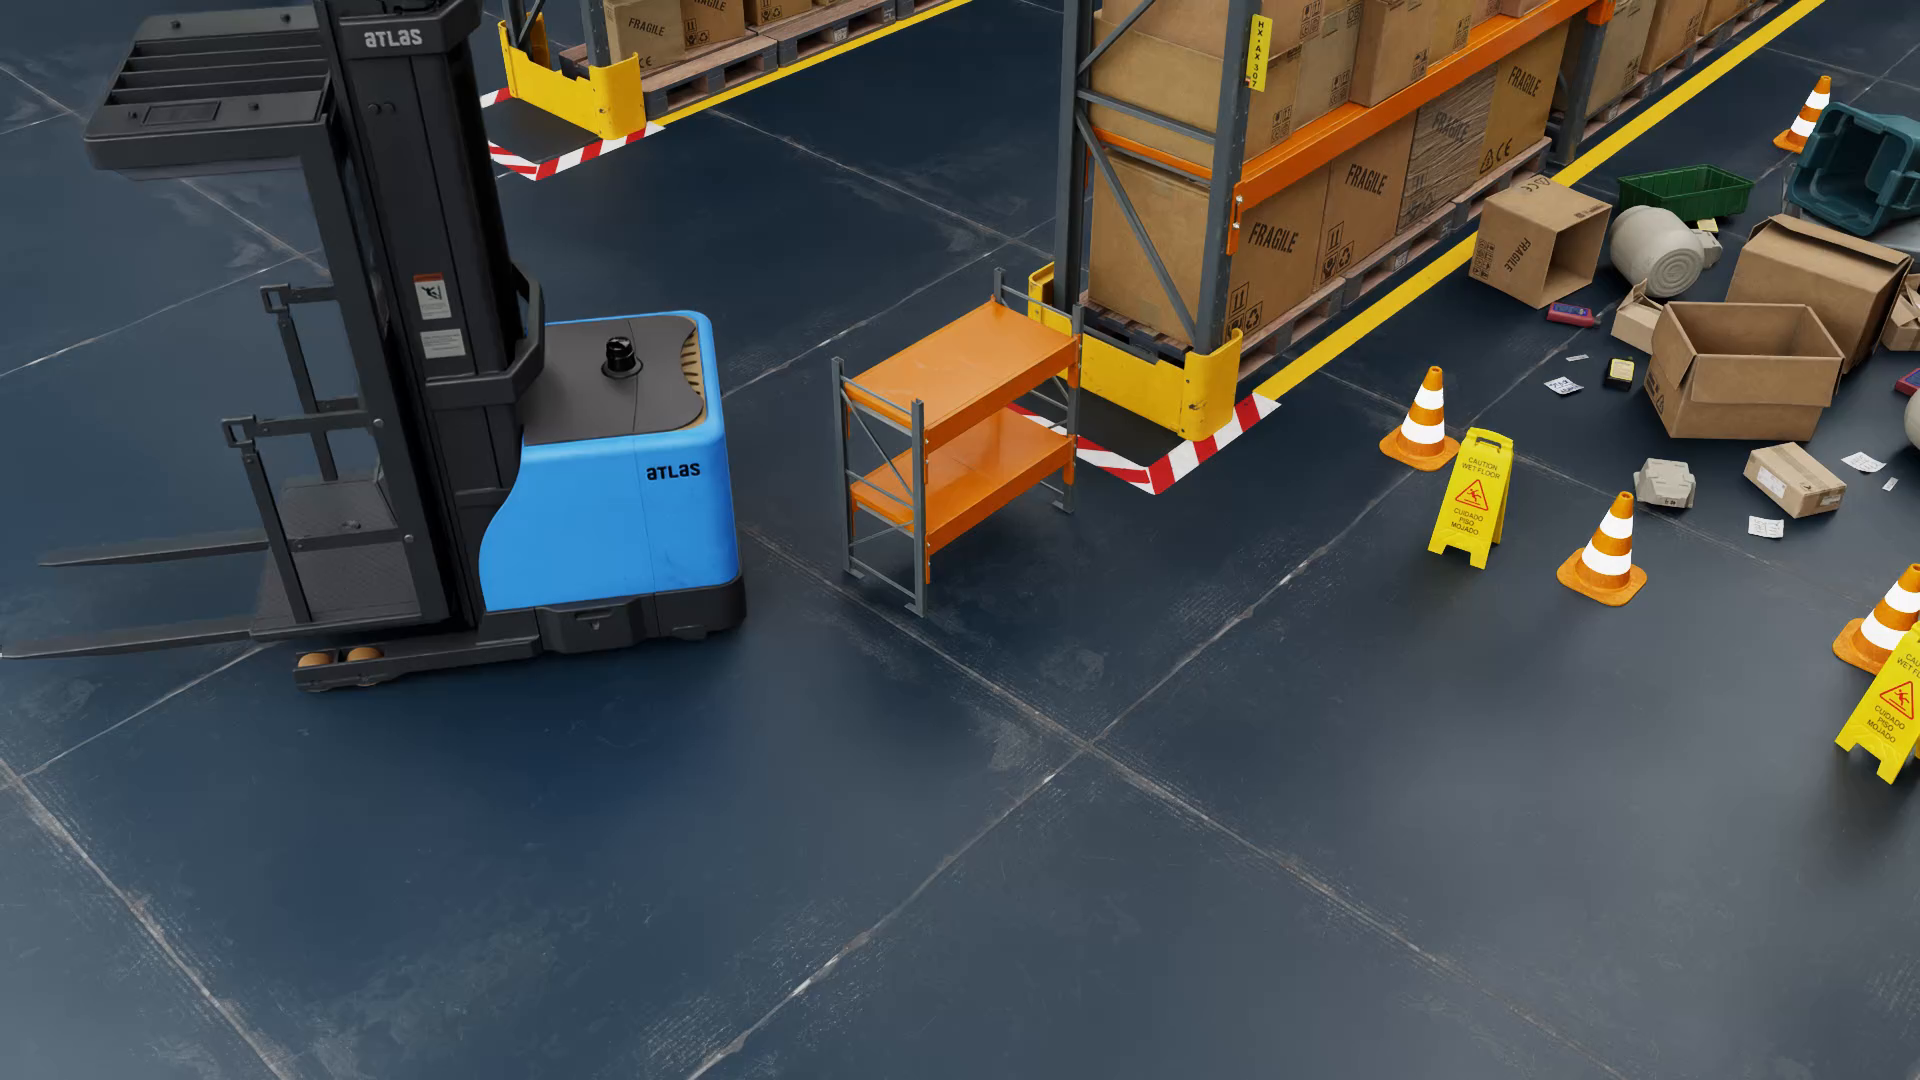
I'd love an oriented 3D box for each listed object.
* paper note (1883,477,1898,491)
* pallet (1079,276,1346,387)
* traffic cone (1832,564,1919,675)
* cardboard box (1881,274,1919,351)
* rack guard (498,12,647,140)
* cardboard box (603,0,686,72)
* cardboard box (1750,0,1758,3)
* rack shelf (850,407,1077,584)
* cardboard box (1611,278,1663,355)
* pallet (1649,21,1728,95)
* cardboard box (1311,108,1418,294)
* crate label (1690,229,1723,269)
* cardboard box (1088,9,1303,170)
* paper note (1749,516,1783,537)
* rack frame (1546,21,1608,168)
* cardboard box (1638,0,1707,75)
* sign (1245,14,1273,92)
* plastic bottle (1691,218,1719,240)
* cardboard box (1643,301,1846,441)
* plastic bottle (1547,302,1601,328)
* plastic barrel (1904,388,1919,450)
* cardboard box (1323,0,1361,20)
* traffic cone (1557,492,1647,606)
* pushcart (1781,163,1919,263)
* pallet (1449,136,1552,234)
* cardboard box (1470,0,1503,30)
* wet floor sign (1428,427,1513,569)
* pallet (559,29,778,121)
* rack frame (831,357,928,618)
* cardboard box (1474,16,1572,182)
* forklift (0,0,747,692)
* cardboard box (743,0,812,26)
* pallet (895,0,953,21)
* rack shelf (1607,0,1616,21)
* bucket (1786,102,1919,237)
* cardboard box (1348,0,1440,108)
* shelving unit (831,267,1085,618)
[{"bbox_3d":[4.525,-0.272,8.084,0.032,0.001,0.123,30,47,32],"label":"paper note"},{"bbox_3d":[1.377,-1.297,9.211,1.003,0.211,1.213,30,47,32],"label":"pallet"},{"bbox_3d":[3.956,0.298,7.004,0.336,0.463,0.334,30,47,32],"label":"traffic cone"},{"bbox_3d":[5.182,-1.250,9.109,0.258,0.266,0.396,2,39,2],"label":"cardboard box"},{"bbox_3d":[-2.646,-3.173,11.339,1.175,0.500,0.348,30,47,32],"label":"rack guard"},{"bbox_3d":[-2.264,-3.583,11.517,0.500,0.500,0.500,-25,45,-28],"label":"cardboard box"},{"bbox_3d":[5.816,-4.705,12.727,1.050,0.750,0.750,29,47,31],"label":"cardboard box"},{"bbox_3d":[0.005,-0.252,7.556,0.538,0.278,1.000,30,47,32],"label":"rack shelf"},{"bbox_3d":[3.794,-1.192,9.036,0.258,0.266,0.396,-26,45,-29],"label":"cardboard box"},{"bbox_3d":[4.882,-3.683,12.213,1.003,0.211,1.213,30,47,32],"label":"pallet"},{"bbox_3d":[1.897,-2.065,9.307,0.875,0.875,0.875,29,47,31],"label":"cardboard box"},{"bbox_3d":[4.326,-1.725,9.809,0.298,0.136,0.250,2,39,2],"label":"crate label"},{"bbox_3d":[1.113,-2.236,8.031,0.875,0.550,0.550,30,47,32],"label":"cardboard box"},{"bbox_3d":[3.786,-0.064,7.806,0.148,0.019,0.142,14,41,17],"label":"paper note"},{"bbox_3d":[3.594,-3.826,10.151,1.000,3.000,0.127,30,47,32],"label":"rack frame"},{"bbox_3d":[4.600,-3.874,11.682,1.050,0.750,0.750,30,47,32],"label":"cardboard box"},{"bbox_3d":[1.301,-2.122,7.249,0.100,0.325,0.005,30,47,32],"label":"sign"},{"bbox_3d":[4.522,-1.915,10.109,0.133,0.061,0.283,8,39,10],"label":"plastic bottle"},{"bbox_3d":[3.934,-0.849,8.413,0.797,0.503,0.637,2,39,2],"label":"cardboard box"},{"bbox_3d":[3.430,-1.251,9.274,0.283,0.061,0.133,14,41,17],"label":"plastic bottle"},{"bbox_3d":[4.894,-0.532,8.079,0.421,0.421,0.512,-5,39,-6],"label":"plastic barrel"},{"bbox_3d":[1.478,-2.915,8.017,0.875,0.550,0.550,30,47,32],"label":"cardboard box"},{"bbox_3d":[2.907,-0.012,7.393,0.336,0.463,0.334,30,47,32],"label":"traffic cone"},{"bbox_3d":[5.600,-1.702,9.587,1.648,0.377,0.936,14,41,17],"label":"pushcart"},{"bbox_3d":[3.024,-2.418,10.621,1.003,0.211,1.213,30,47,32],"label":"pallet"},{"bbox_3d":[2.549,-3.249,9.305,0.875,0.550,0.550,30,47,32],"label":"cardboard box"},{"bbox_3d":[2.338,-0.222,7.510,0.267,0.644,0.232,22,43,25],"label":"wet floor sign"},{"bbox_3d":[-2.072,-3.419,11.880,1.003,0.211,1.213,30,47,32],"label":"pallet"},{"bbox_3d":[-0.338,-0.210,7.110,0.500,1.125,0.032,30,47,32],"label":"rack frame"},{"bbox_3d":[3.118,-2.899,10.355,0.875,0.875,0.875,30,48,32],"label":"cardboard box"},{"bbox_3d":[-2.494,-0.870,6.489,3.031,2.935,1.130,-7,39,-8],"label":"forklift"},{"bbox_3d":[-1.449,-4.151,12.232,0.500,0.500,0.500,-29,47,-32],"label":"cardboard box"},{"bbox_3d":[-0.426,-4.540,13.290,1.003,0.211,1.213,30,47,32],"label":"pallet"},{"bbox_3d":[4.944,-4.463,11.530,1.077,0.370,4.000,30,47,32],"label":"rack shelf"},{"bbox_3d":[5.204,-2.109,9.401,0.620,0.611,0.726,-10,38,-28],"label":"bucket"},{"bbox_3d":[1.938,-2.702,8.618,0.875,0.550,0.550,30,47,32],"label":"cardboard box"},{"bbox_3d":[0.005,-0.443,7.404,0.538,1.125,1.048,30,47,32],"label":"shelving unit"}]
